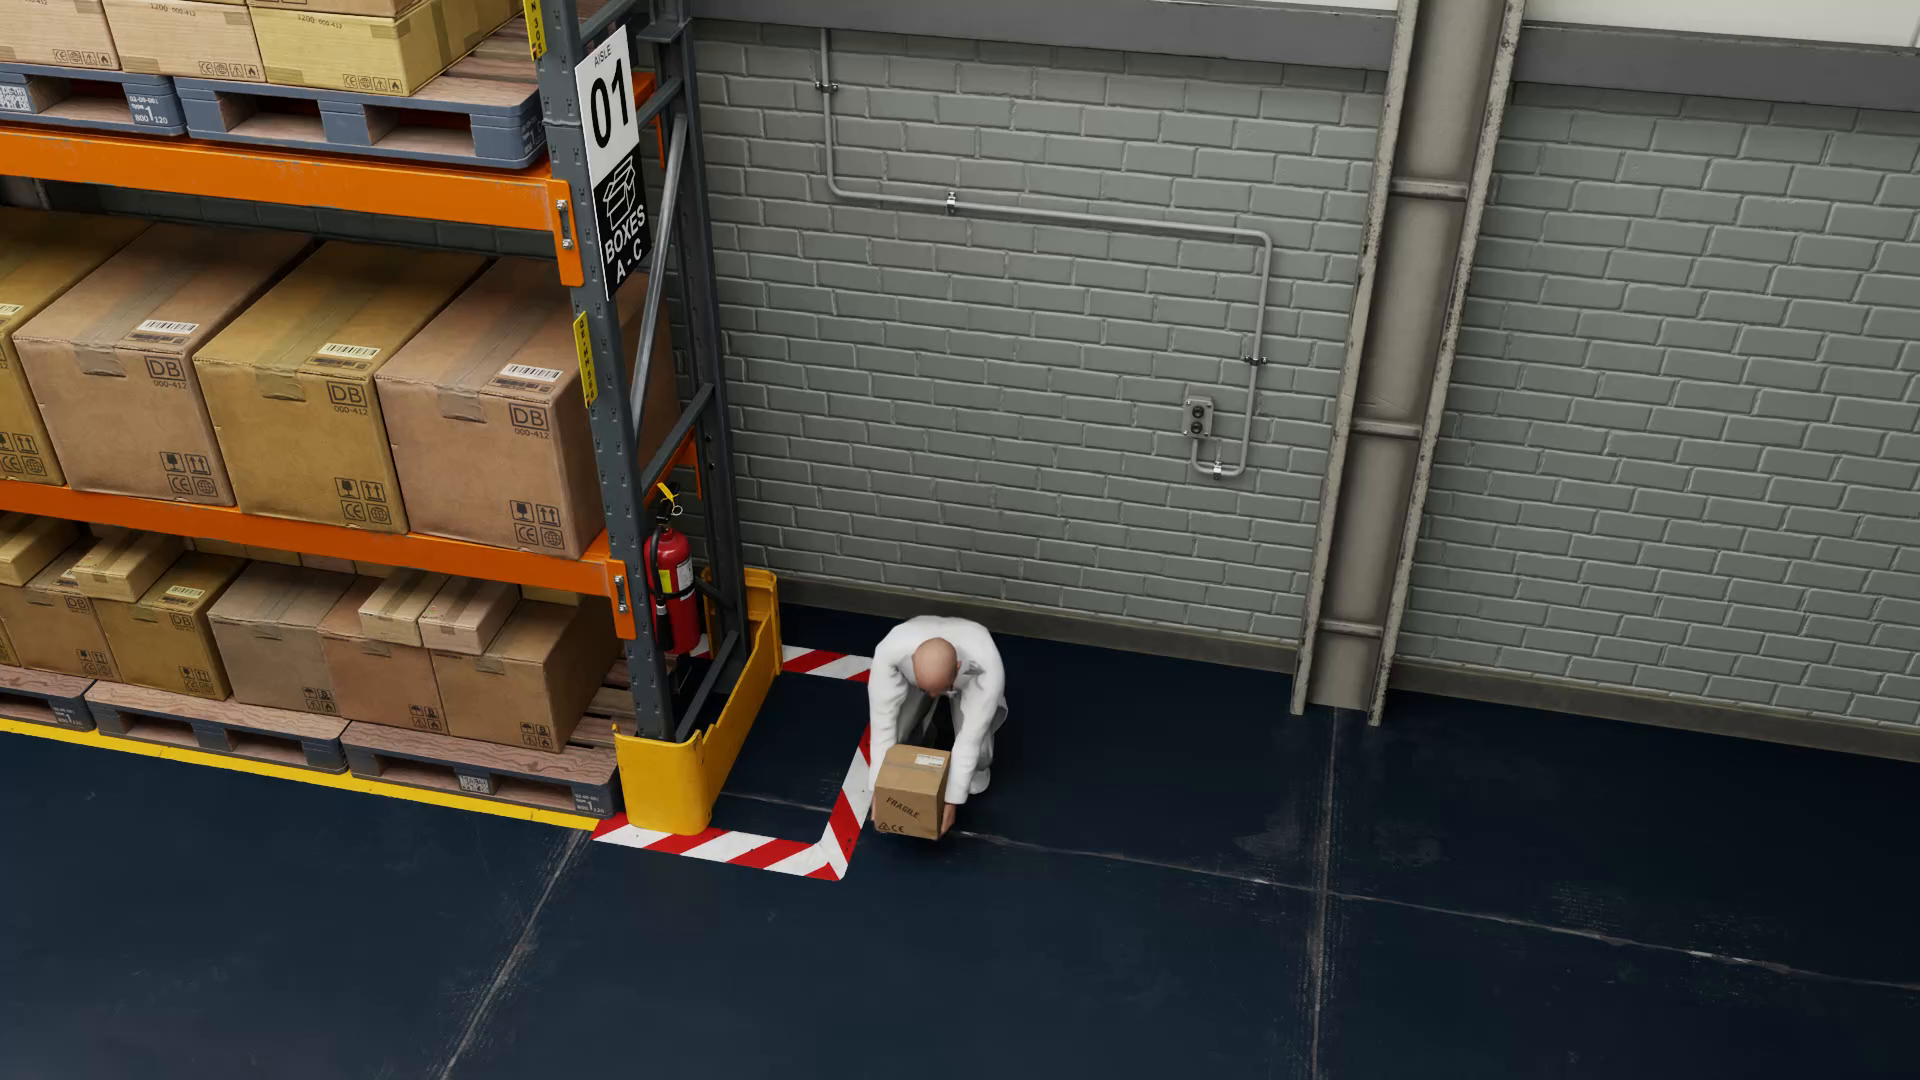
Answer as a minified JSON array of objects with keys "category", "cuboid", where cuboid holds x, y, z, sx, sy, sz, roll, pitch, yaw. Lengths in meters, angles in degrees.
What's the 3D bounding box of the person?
[{"category":"person","cuboid":[-0.100,0.658,6.754,0.581,0.988,0.920,7,37,9]}]
